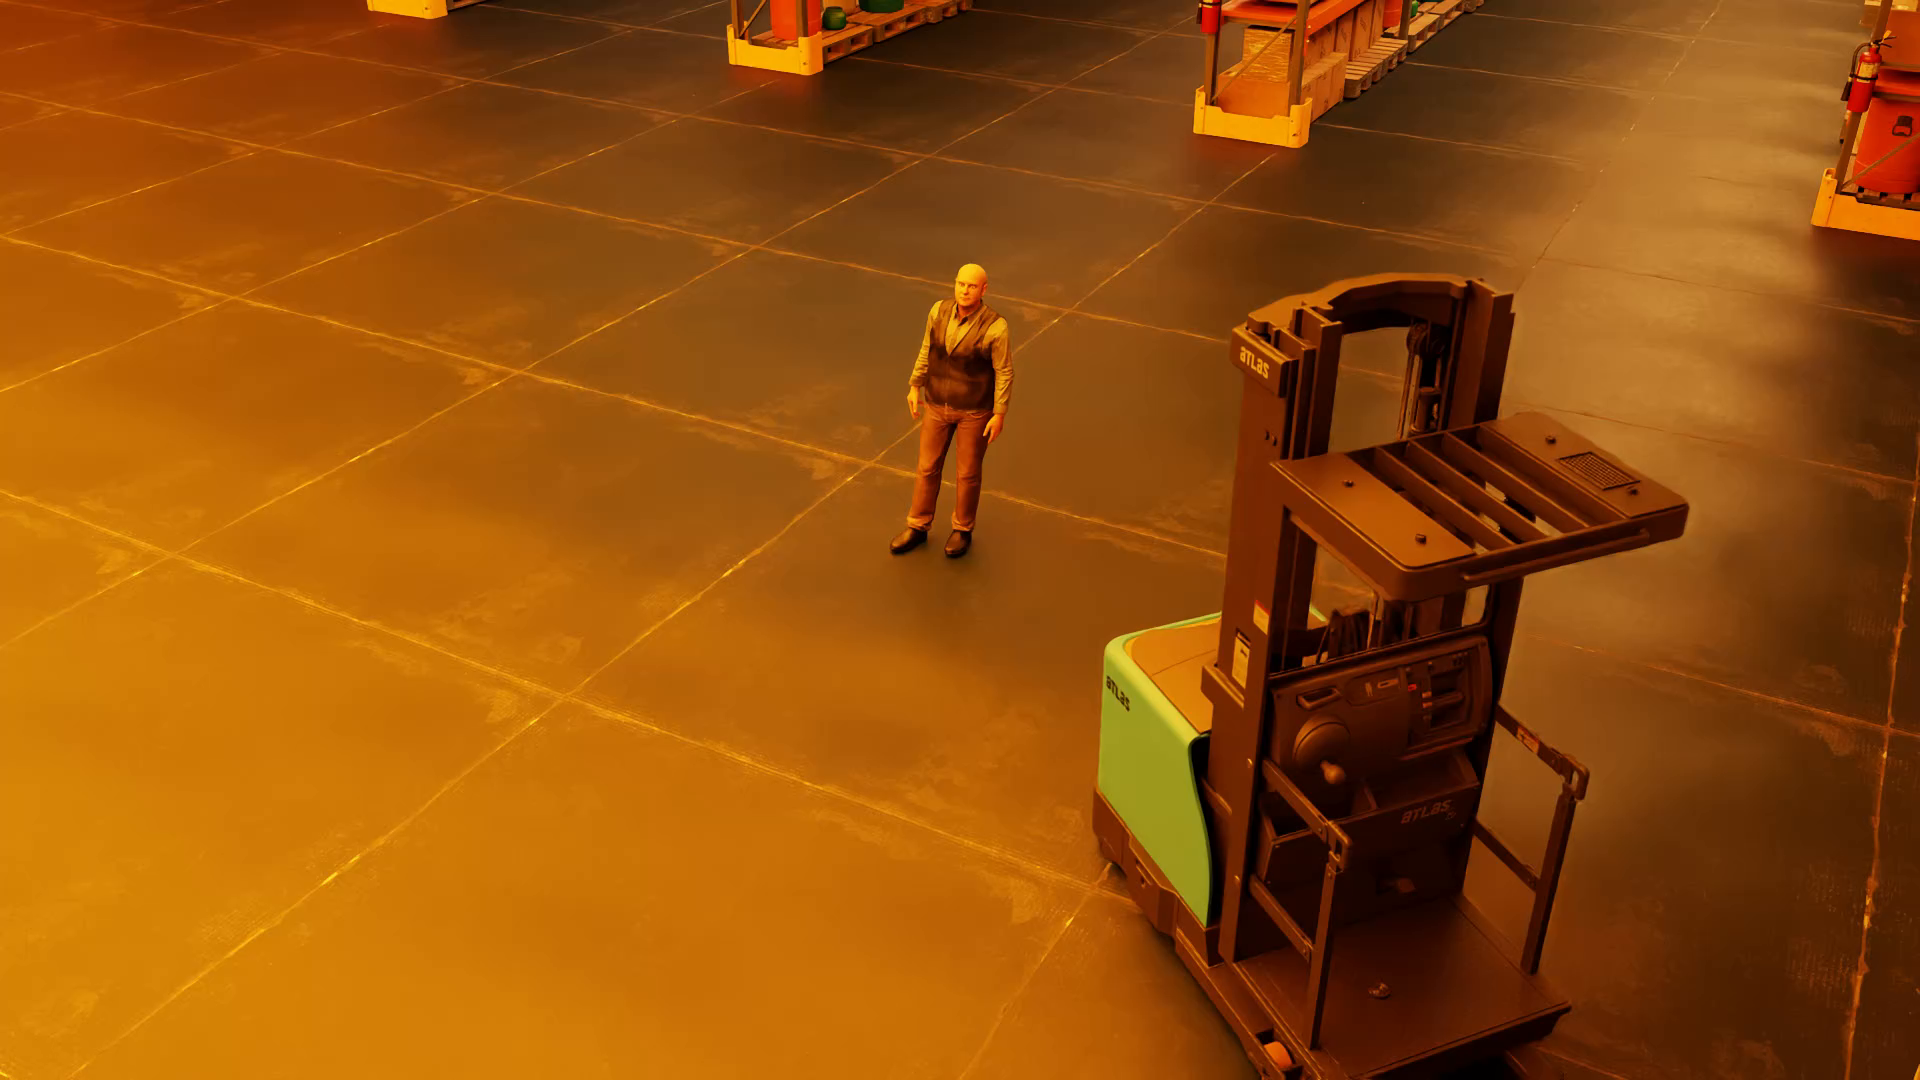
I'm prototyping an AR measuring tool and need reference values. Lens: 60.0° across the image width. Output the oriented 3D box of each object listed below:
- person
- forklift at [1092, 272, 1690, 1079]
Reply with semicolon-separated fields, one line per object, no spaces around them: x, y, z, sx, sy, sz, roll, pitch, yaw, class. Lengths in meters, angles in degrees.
-0.037;-0.726;9.524;0.633;1.722;0.566;15;33;25;person
1.633;0.671;5.908;1.130;2.935;3.031;-12;32;-19;forklift
